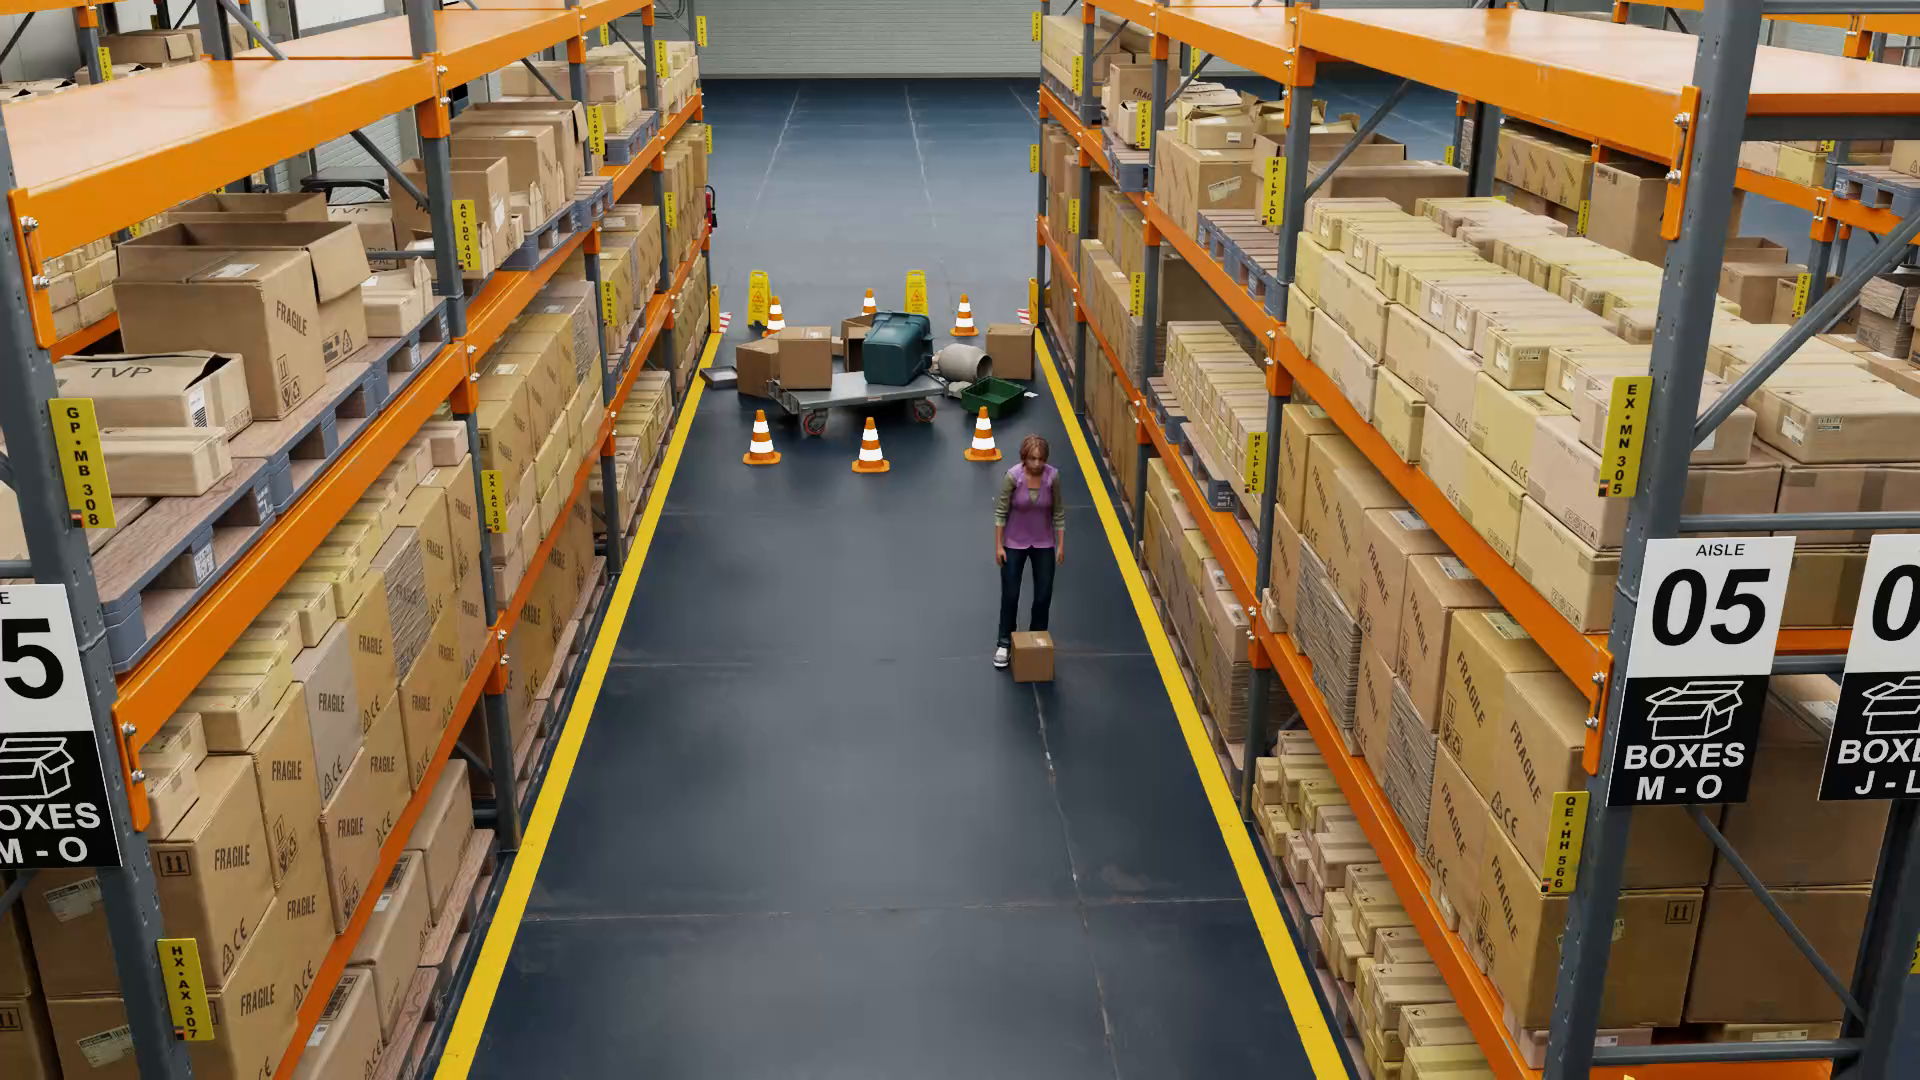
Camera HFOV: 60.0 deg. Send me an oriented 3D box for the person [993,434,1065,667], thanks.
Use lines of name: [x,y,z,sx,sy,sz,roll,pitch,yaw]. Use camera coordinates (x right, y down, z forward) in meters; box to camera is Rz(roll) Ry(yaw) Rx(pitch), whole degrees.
person: [0.457,0.061,10.934,0.478,1.593,0.368,-2,21,-5]
